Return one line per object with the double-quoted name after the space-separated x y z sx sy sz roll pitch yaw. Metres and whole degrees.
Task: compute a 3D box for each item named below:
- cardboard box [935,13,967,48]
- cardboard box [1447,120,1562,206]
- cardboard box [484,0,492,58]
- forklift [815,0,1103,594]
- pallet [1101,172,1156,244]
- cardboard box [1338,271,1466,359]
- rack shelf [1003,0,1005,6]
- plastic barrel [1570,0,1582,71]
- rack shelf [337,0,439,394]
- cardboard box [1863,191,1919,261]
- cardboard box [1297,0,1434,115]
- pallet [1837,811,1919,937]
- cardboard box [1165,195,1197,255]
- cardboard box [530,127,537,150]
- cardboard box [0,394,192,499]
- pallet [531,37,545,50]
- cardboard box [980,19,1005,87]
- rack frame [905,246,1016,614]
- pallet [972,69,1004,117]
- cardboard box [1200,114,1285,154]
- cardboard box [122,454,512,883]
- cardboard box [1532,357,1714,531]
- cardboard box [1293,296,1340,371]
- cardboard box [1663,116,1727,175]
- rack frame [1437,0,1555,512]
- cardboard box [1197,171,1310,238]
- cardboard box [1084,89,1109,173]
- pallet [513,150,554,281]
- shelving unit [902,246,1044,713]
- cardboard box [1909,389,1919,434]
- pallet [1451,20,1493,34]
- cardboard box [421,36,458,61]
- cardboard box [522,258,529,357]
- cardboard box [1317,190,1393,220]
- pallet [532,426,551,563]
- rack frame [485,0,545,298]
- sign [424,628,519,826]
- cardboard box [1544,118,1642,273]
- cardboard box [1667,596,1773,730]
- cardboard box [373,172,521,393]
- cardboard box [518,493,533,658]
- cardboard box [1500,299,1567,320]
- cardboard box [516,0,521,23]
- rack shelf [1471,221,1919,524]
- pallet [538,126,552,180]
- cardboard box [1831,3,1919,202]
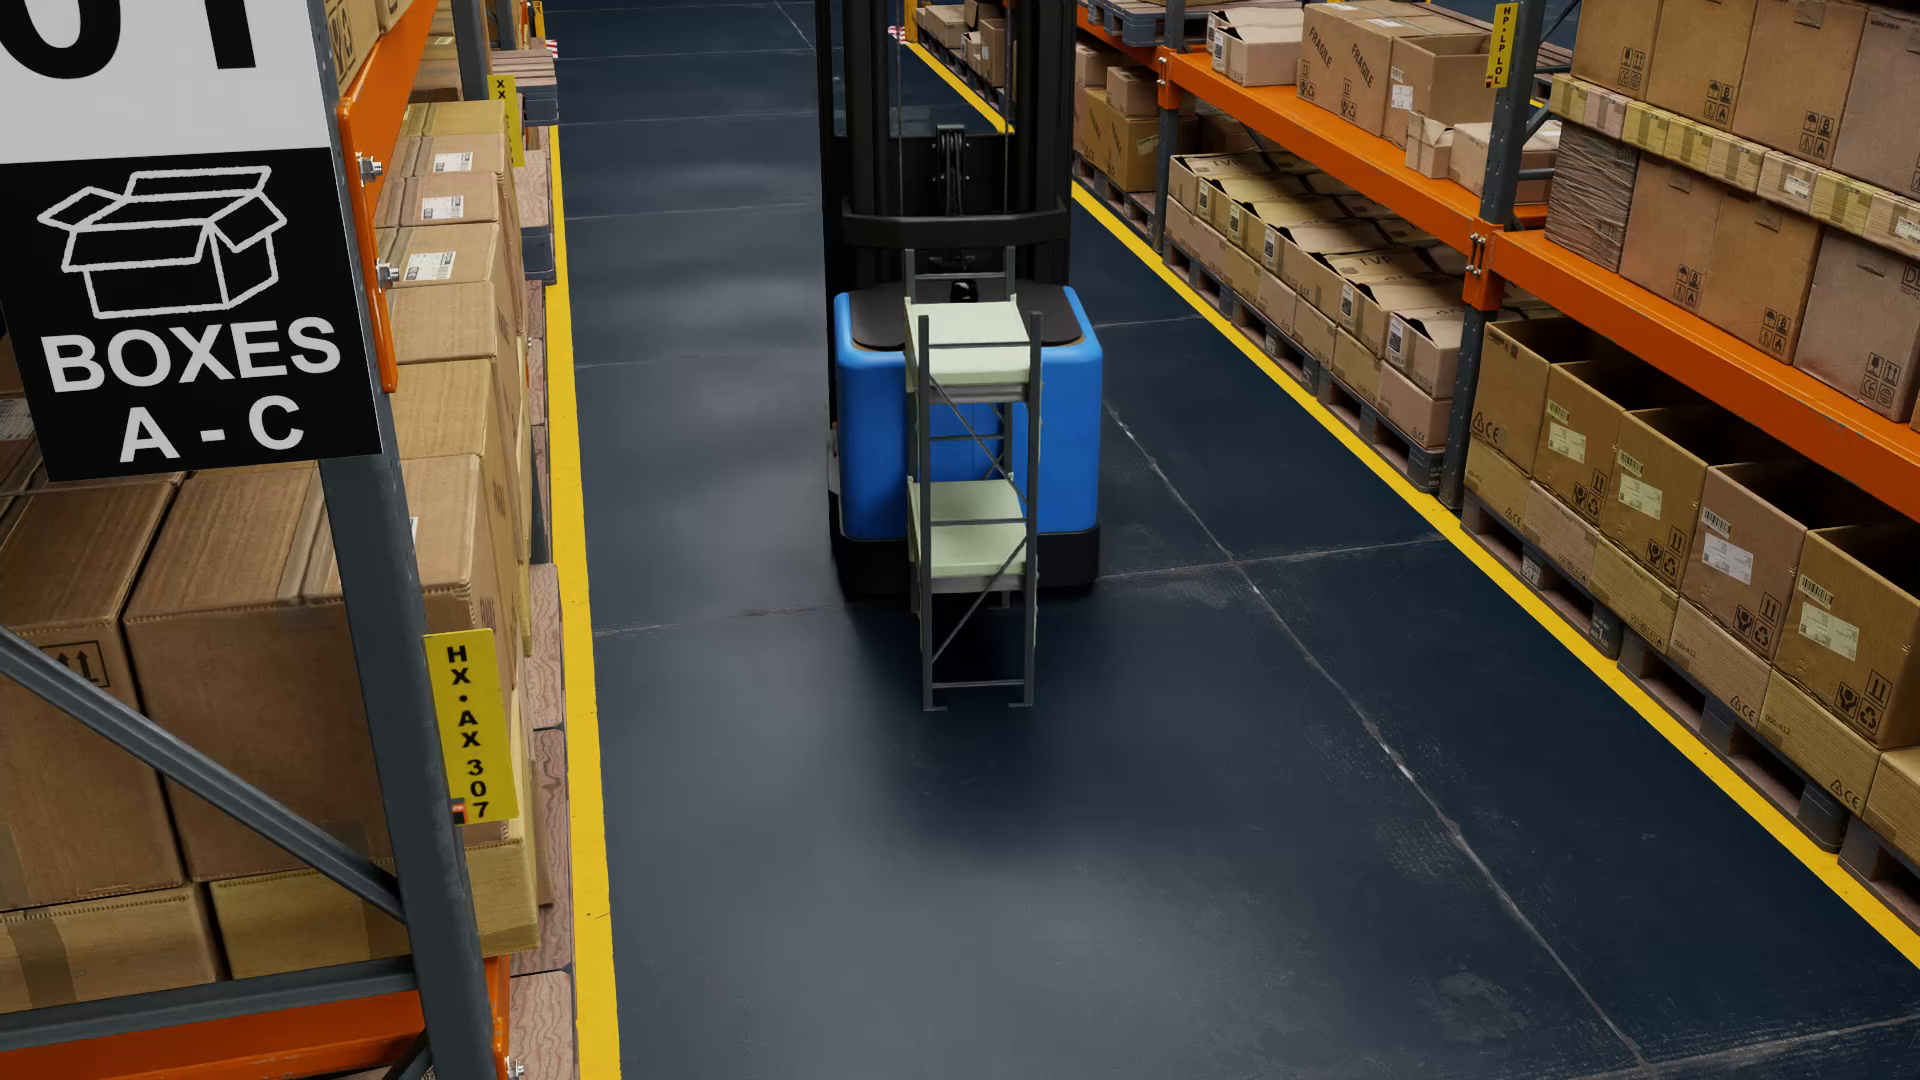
0.052 -5.074 16.537 0.500 0.250 0.500 -6 27 -12 "cardboard box"
2.531 -1.688 7.432 0.500 0.250 0.500 -4 27 -8 "cardboard box"
-2.926 -2.831 8.930 0.700 0.500 0.500 -9 28 -18 "cardboard box"
-0.081 -1.722 7.409 1.130 2.935 3.031 -2 27 -4 "forklift"
1.652 -2.386 11.744 1.003 0.211 1.213 -6 27 -12 "pallet"
2.191 -1.130 8.124 0.500 0.311 0.500 -5 27 -10 "cardboard box"
0.431 -5.612 15.839 1.077 0.370 4.000 -6 27 -12 "rack shelf"
5.815 -4.567 14.832 0.600 0.901 0.708 -6 27 -12 "plastic barrel"
-1.690 -1.179 3.726 1.077 0.370 4.000 -6 27 -12 "rack shelf"
2.963 -0.951 4.974 0.380 0.149 0.250 -6 27 -12 "cardboard box"
2.177 -2.609 8.980 0.500 0.500 0.500 -7 28 -14 "cardboard box"
3.373 1.126 4.785 1.003 0.211 1.213 -6 27 -12 "pallet"
1.615 -2.000 10.469 0.500 0.250 0.500 -6 27 -12 "cardboard box"
-3.271 -2.744 11.277 0.750 0.750 0.750 -6 27 -12 "cardboard box"
-1.656 0.033 3.168 0.500 0.500 0.500 -6 27 -11 "cardboard box"
-4.588 -4.719 16.365 1.003 0.211 1.213 -6 27 -12 "pallet"
0.477 -4.357 14.840 0.500 0.500 0.500 -6 27 -12 "cardboard box"
0.001 -0.387 6.352 0.400 1.500 0.023 -2 27 -4 "rack frame"
0.728 -4.112 15.163 1.003 0.211 1.213 -6 27 -12 "pallet"
1.959 -2.609 11.376 0.500 0.500 0.500 -5 27 -9 "cardboard box"
-1.054 0.200 2.836 0.500 0.500 0.500 -6 27 -12 "cardboard box"
2.605 -0.384 6.436 0.500 0.500 0.500 -6 27 -12 "cardboard box"
2.081 -1.103 8.692 0.500 0.250 0.500 -5 27 -10 "cardboard box"
2.734 -1.402 5.868 0.380 0.149 0.250 -6 27 -12 "cardboard box"
2.685 -1.544 6.979 1.000 3.000 0.127 -6 27 -12 "rack frame"
1.742 -2.020 9.887 0.500 0.311 0.500 -7 28 -13 "cardboard box"
1.228 -2.994 12.139 0.500 0.500 0.500 -7 28 -13 "cardboard box"
-2.171 -1.304 6.717 1.003 0.211 1.213 -6 27 -12 "pallet"
0.033 -0.223 6.026 0.431 1.500 0.755 -2 27 -4 "shelving unit"
3.264 -0.487 4.775 0.700 0.500 0.500 -6 27 -11 "cardboard box"
5.227 -5.168 17.254 1.003 0.211 1.213 -6 27 -12 "pallet"
-2.341 -1.753 6.795 0.700 0.500 0.500 -3 27 -6 "cardboard box"
-1.738 -0.804 5.658 0.500 0.250 0.500 -6 27 -11 "cardboard box"
2.376 -1.856 9.560 0.500 0.311 0.500 -6 27 -12 "cardboard box"
-2.317 -0.136 7.285 1.003 0.211 1.213 -6 27 -12 "pallet"
-3.042 -2.795 9.458 1.000 3.000 0.127 -6 27 -12 "rack frame"
-0.711 0.275 2.415 0.100 0.325 0.005 -6 27 -12 "sign"
2.791 -1.394 6.572 0.700 0.500 0.500 -7 28 -13 "cardboard box"
2.828 0.390 5.734 0.500 0.250 0.500 -6 27 -12 "cardboard box"
-1.512 -0.699 4.618 0.500 0.500 0.500 -7 28 -13 "cardboard box"
-1.280 0.078 3.911 0.500 0.250 0.500 -6 27 -12 "cardboard box"
2.834 -0.961 7.787 0.500 0.311 0.500 -6 27 -11 "cardboard box"
-3.011 -3.451 10.296 0.500 0.500 0.500 -5 27 -10 "cardboard box"
3.136 -0.344 5.402 1.077 0.370 4.000 -6 27 -12 "rack shelf"
-3.696 -2.975 12.910 1.003 0.211 1.213 -6 27 -12 "pallet"
3.130 -1.312 4.970 0.700 0.500 0.500 -6 27 -12 "cardboard box"
